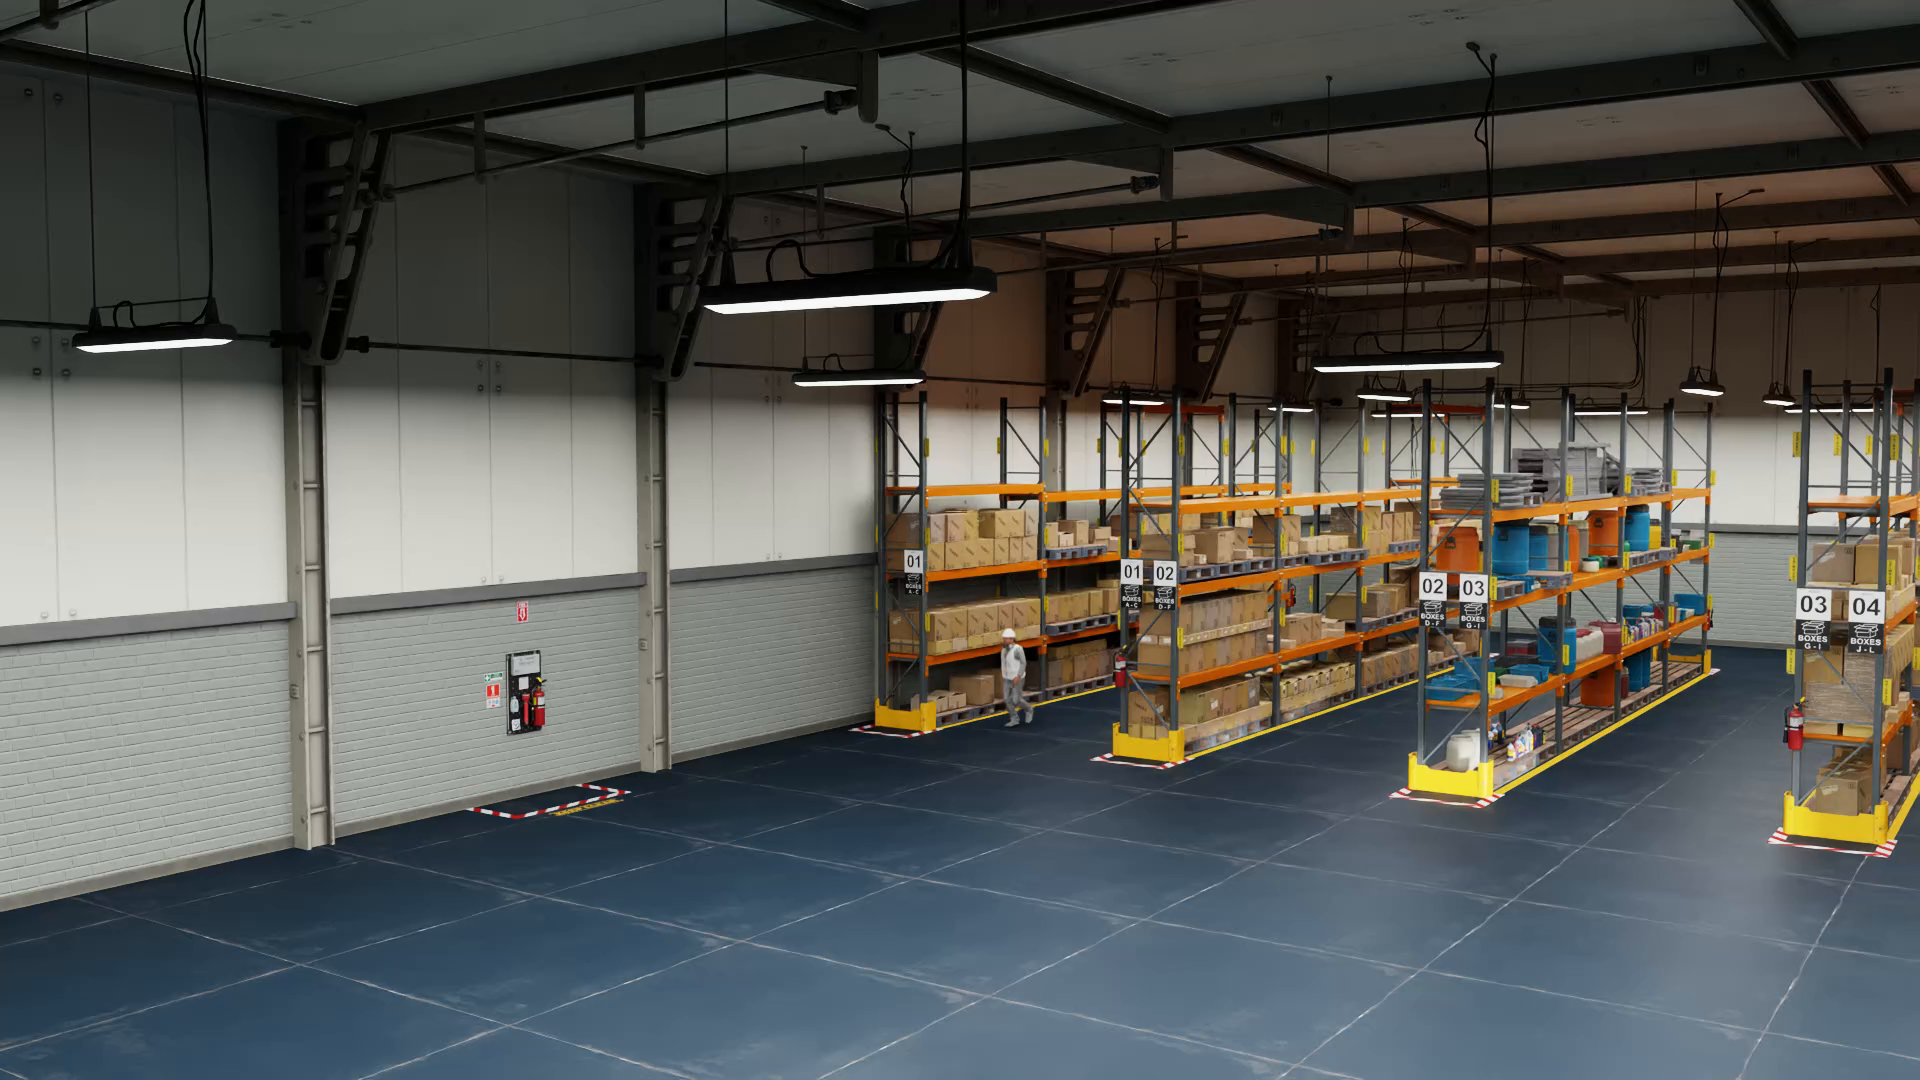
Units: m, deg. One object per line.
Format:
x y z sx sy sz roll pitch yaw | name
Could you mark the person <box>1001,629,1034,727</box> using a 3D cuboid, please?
1.021 2.469 29.975 0.660 1.754 0.600 -3 4 -43 | person
